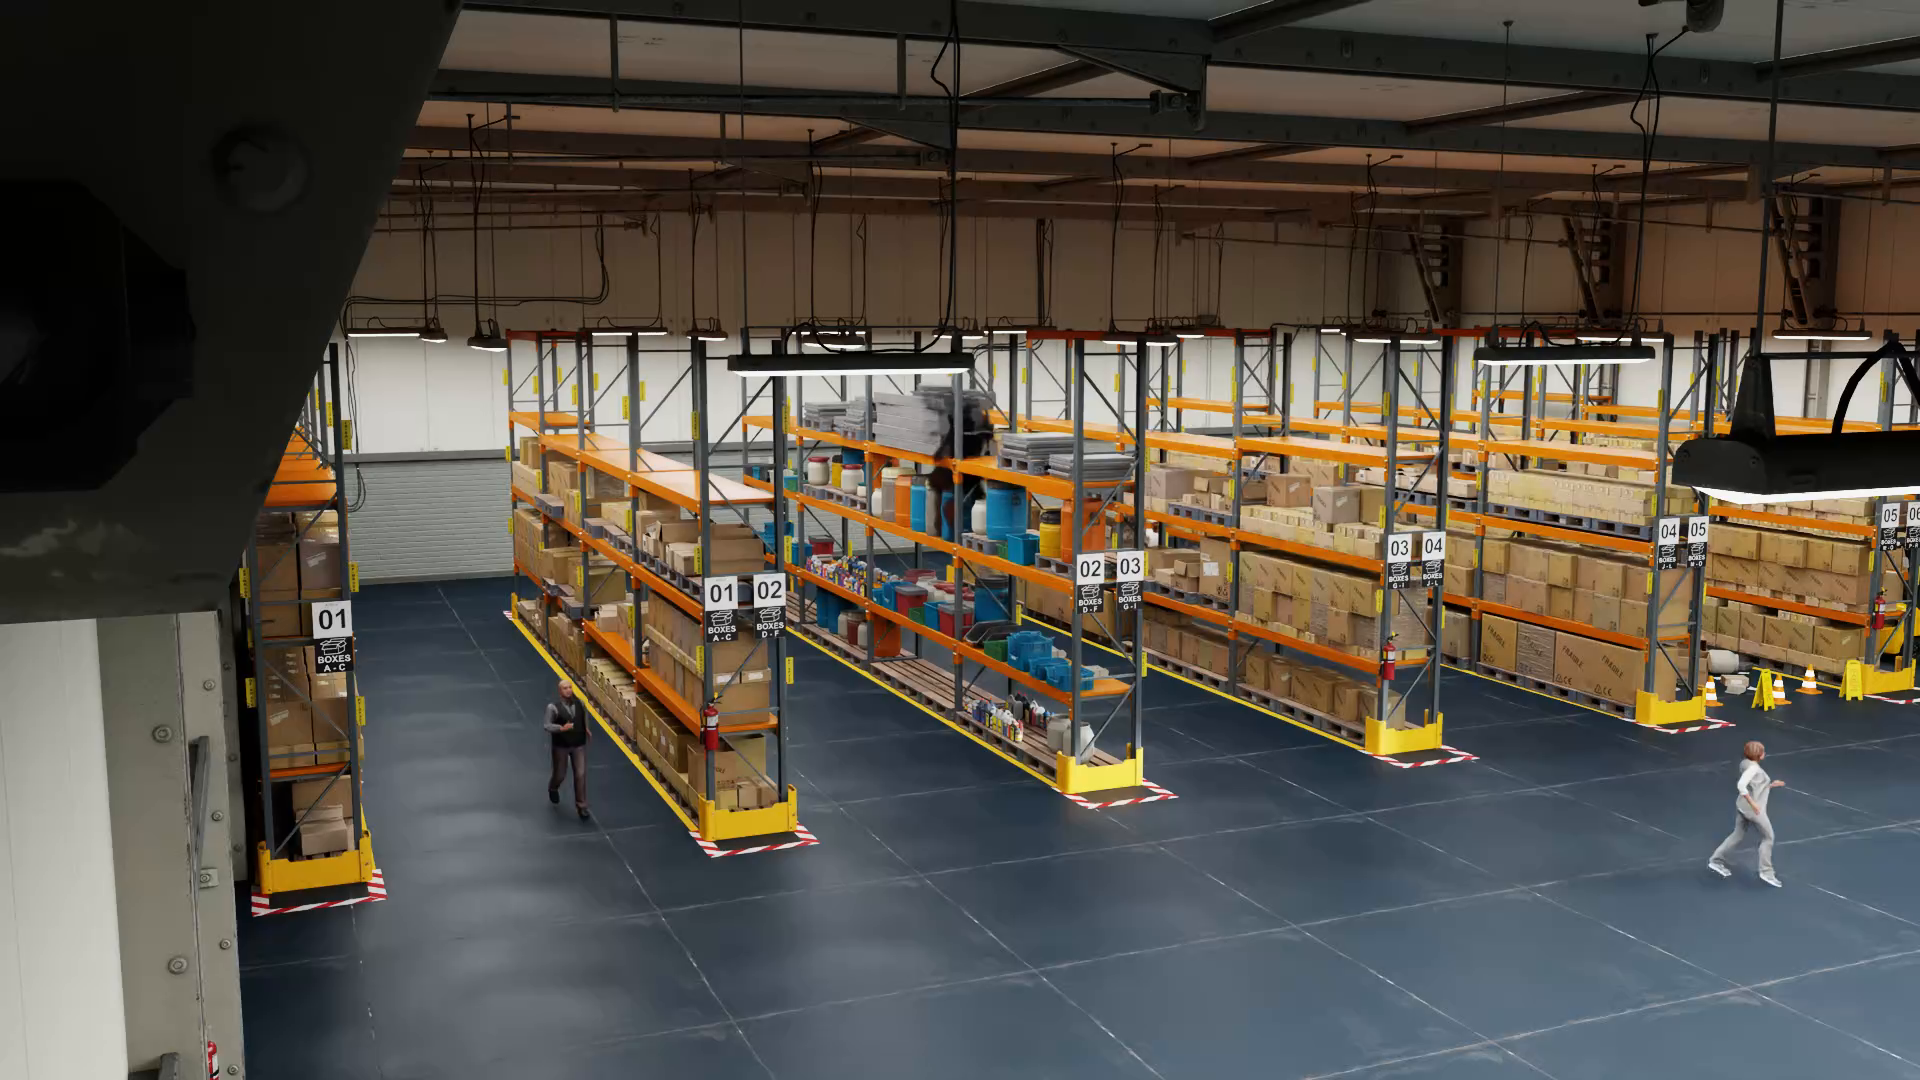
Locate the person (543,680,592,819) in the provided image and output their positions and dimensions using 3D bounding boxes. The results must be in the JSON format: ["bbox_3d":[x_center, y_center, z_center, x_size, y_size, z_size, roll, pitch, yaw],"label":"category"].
[{"bbox_3d":[-4.954,2.611,21.054,0.661,1.697,0.963,-5,9,-32],"label":"person"}]

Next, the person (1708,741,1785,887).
[{"bbox_3d":[8.757,3.076,18.467,0.759,1.534,0.516,0,8,3],"label":"person"}]

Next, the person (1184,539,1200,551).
[{"bbox_3d":[5.830,-0.130,41.561,0.679,1.655,0.640,5,9,32],"label":"person"}]

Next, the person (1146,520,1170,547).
[{"bbox_3d":[4.367,0.381,37.291,0.677,1.820,0.801,-4,9,-25],"label":"person"}]

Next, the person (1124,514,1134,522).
[{"bbox_3d":[4.253,-0.193,41.484,1.025,1.747,0.756,-4,9,-26],"label":"person"}]
